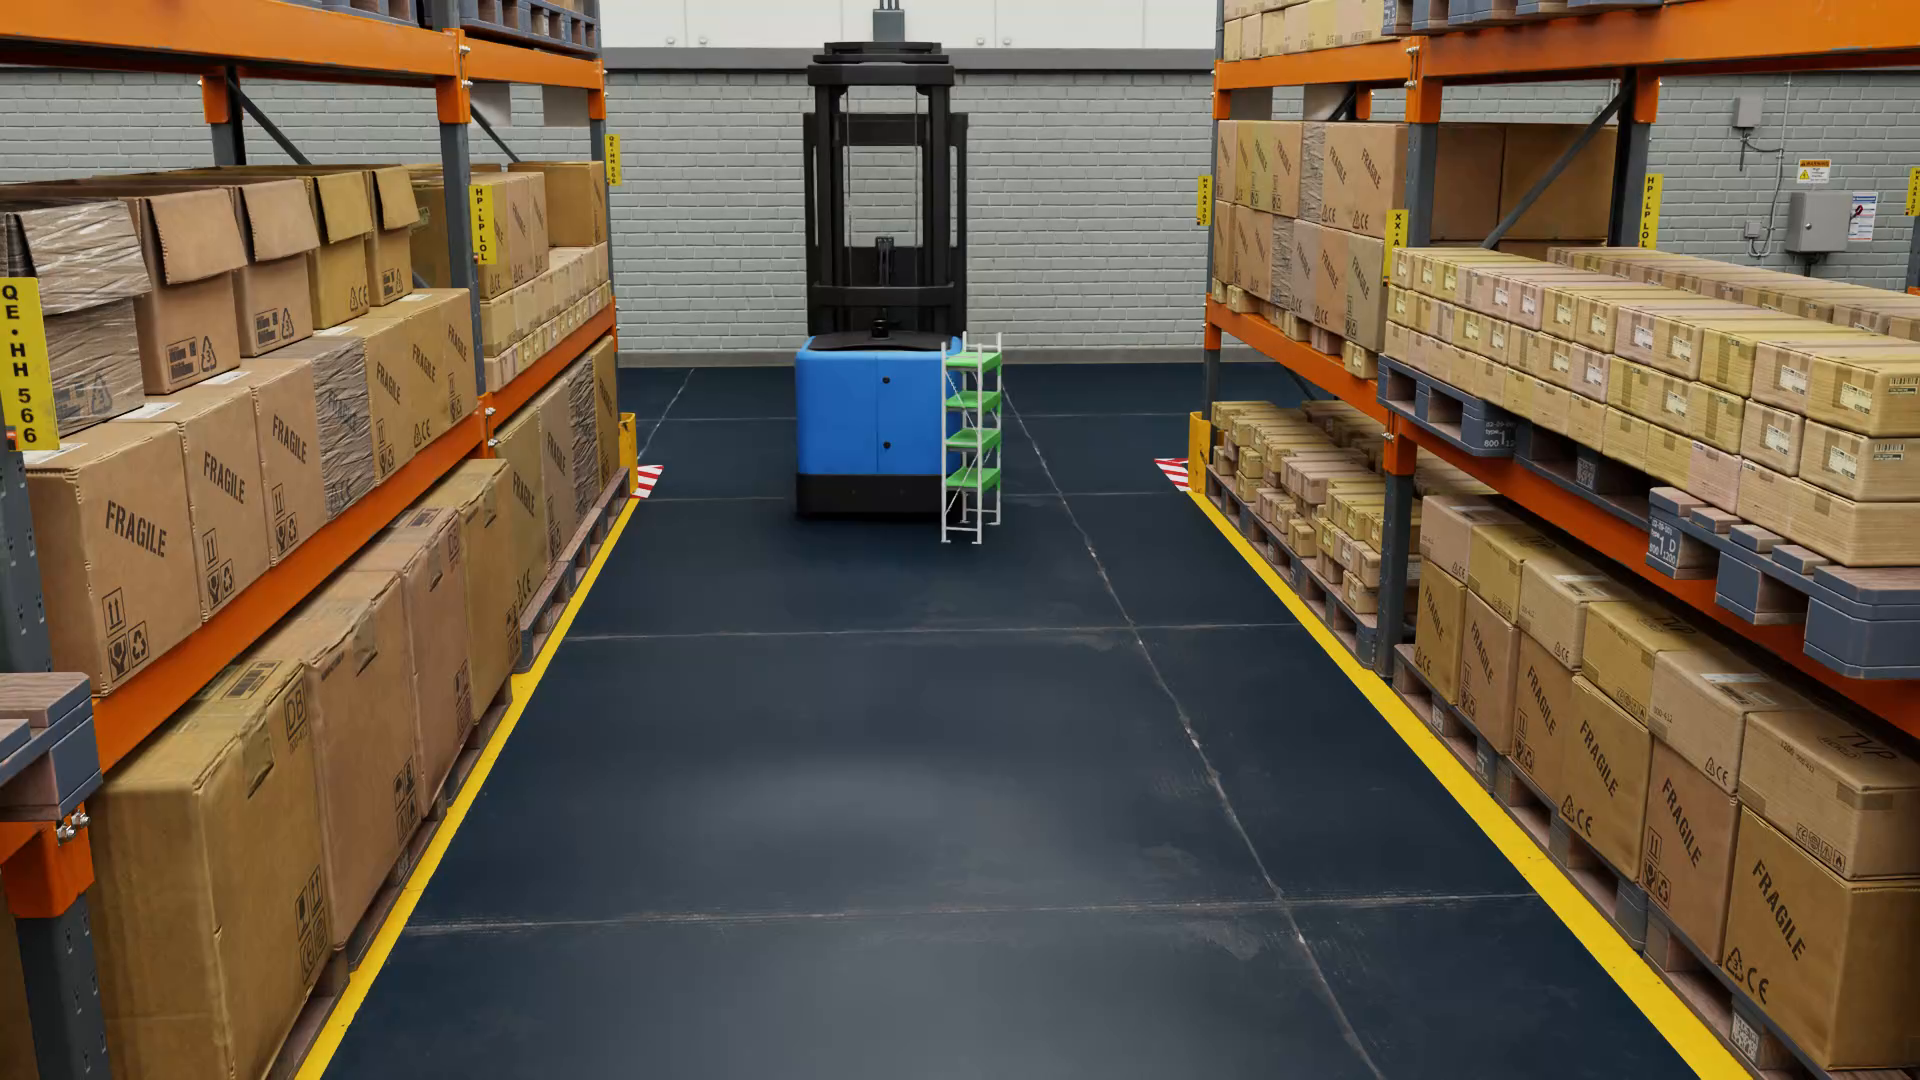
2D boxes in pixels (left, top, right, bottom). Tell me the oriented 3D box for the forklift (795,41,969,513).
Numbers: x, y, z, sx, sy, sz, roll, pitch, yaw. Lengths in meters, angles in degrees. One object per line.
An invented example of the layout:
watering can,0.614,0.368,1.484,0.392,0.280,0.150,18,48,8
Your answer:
forklift,-0.495,-1.900,11.530,1.130,2.935,3.031,0,14,1

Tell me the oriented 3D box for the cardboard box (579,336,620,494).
cardboard box,-2.675,-0.800,10.537,0.875,0.875,0.875,-1,14,-3

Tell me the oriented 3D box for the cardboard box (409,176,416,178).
cardboard box,-2.869,-1.458,7.873,0.500,0.500,0.500,-1,14,-3

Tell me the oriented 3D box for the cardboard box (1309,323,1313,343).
cardboard box,2.076,-1.112,8.831,0.380,0.149,0.250,-1,14,-4

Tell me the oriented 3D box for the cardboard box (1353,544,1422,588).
cardboard box,2.073,0.120,7.824,0.380,0.149,0.250,-1,14,-2

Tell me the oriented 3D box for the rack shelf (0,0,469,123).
rack shelf,-2.423,-1.396,4.855,1.077,0.370,4.000,-1,14,-3

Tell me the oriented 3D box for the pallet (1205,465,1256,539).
pallet,2.182,-0.263,10.625,1.003,0.211,1.213,-1,14,-3

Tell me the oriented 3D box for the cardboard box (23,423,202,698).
cardboard box,-2.058,0.032,3.680,0.500,0.500,0.500,0,14,-2

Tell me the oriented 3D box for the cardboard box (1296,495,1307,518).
cardboard box,2.060,-0.208,9.096,0.380,0.149,0.250,-2,15,-6

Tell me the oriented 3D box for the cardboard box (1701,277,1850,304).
cardboard box,2.709,-0.789,5.541,0.380,0.149,0.250,-2,15,-6

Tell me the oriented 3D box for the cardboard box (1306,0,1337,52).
cardboard box,2.058,-2.589,8.350,0.500,0.250,0.500,-1,14,-4

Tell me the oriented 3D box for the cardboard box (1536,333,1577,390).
cardboard box,2.074,-0.572,5.294,0.380,0.149,0.250,-1,14,-5

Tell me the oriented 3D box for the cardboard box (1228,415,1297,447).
cardboard box,1.880,-0.679,10.330,0.380,0.149,0.250,-1,14,-4

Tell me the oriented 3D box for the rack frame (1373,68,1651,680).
rack frame,2.410,-0.840,7.272,1.000,3.000,0.127,-1,14,-3

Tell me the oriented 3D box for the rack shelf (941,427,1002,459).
rack shelf,0.073,-0.564,10.065,0.258,0.148,0.480,4,15,14

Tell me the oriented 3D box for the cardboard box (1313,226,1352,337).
cardboard box,2.067,-1.278,8.175,0.500,0.500,0.500,-1,14,-5

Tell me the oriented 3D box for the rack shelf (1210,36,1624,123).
rack shelf,2.286,-2.442,8.921,1.077,0.370,4.000,-1,14,-3

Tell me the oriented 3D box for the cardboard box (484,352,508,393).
cardboard box,-2.233,-0.746,7.410,0.380,0.149,0.250,-1,14,-3

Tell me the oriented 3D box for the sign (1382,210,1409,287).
sign,1.869,-1.249,7.124,0.100,0.325,0.005,-1,14,-3

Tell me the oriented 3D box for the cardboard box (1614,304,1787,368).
cardboard box,2.111,-0.584,4.744,0.380,0.149,0.250,-1,14,-3

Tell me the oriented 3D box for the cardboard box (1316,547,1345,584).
cardboard box,2.032,0.114,8.442,0.380,0.149,0.250,-1,14,-5

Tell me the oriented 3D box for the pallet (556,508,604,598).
pallet,-2.595,0.067,9.342,1.003,0.211,1.213,-1,14,-3

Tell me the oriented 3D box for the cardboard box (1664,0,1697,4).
cardboard box,2.298,-1.733,4.522,0.500,0.500,0.500,-1,14,-3

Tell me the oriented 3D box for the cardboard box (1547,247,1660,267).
cardboard box,2.629,-1.113,6.801,0.380,0.149,0.250,0,14,-1

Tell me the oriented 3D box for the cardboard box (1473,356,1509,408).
cardboard box,2.040,-0.560,5.845,0.380,0.149,0.250,-2,15,-6

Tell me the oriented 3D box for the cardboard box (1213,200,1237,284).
cardboard box,1.914,-1.912,10.639,0.500,0.500,0.500,0,14,-1

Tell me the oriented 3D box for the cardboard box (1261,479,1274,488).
cardboard box,2.012,-0.270,9.934,0.380,0.149,0.250,-1,14,-3

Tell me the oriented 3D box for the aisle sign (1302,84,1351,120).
aisle sign,2.457,-3.117,10.903,0.394,0.787,0.004,-1,14,-3

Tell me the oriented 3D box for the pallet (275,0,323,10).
pallet,-2.464,-1.593,4.556,1.003,0.211,1.213,0,14,-1

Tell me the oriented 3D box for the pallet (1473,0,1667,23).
pallet,2.409,-1.789,5.316,1.213,0.211,1.003,-1,14,-3

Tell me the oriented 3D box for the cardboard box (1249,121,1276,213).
cardboard box,1.972,-2.141,9.523,0.500,0.500,0.500,-1,14,-5

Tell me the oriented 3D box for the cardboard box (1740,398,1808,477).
cardboard box,2.154,-0.253,4.056,0.380,0.149,0.250,0,14,-1

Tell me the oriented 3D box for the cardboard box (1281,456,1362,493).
cardboard box,1.974,-0.359,9.086,0.380,0.149,0.250,-1,14,-5

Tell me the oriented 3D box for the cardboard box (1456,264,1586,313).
cardboard box,2.025,-0.910,6.010,0.380,0.149,0.250,-1,14,-4

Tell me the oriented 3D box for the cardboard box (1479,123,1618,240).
cardboard box,2.625,-1.633,7.549,0.500,0.500,0.500,-1,14,-2

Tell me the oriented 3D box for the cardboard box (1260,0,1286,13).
cardboard box,1.982,-3.088,9.288,0.500,0.250,0.500,-1,14,-3

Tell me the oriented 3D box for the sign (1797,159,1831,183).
sign,8.761,-3.785,17.061,0.339,0.242,0.001,-1,14,-3

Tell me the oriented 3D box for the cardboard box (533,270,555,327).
cardboard box,-2.378,-1.234,8.505,0.500,0.250,0.500,-1,14,-2

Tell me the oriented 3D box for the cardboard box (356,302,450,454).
cardboard box,-2.222,-0.602,6.146,0.500,0.500,0.500,0,14,-2

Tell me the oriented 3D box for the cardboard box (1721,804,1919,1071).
cardboard box,2.356,1.002,4.285,0.500,0.500,0.500,-1,14,-4

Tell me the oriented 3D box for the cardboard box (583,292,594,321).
cardboard box,-2.397,-1.389,9.909,0.380,0.149,0.250,-1,14,-2

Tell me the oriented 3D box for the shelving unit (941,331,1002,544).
shelving unit,0.073,-0.625,10.049,0.258,1.200,0.503,4,15,14

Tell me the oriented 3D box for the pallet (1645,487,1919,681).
pallet,2.507,0.072,4.112,1.213,0.211,1.003,-1,14,-3

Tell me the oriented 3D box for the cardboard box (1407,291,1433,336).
cardboard box,1.993,-0.897,6.555,0.380,0.149,0.250,-1,14,-5

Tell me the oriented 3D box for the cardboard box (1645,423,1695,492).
cardboard box,2.126,-0.231,4.564,0.380,0.149,0.250,-1,14,-4

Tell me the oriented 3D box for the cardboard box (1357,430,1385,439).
cardboard box,2.574,-0.561,9.872,0.380,0.149,0.250,0,14,-1

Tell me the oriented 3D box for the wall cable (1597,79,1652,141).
wall cable,6.723,-3.846,16.852,0.585,1.953,0.123,-1,14,-3

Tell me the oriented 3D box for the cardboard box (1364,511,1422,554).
cardboard box,2.128,-0.036,7.829,0.380,0.149,0.250,0,14,-2

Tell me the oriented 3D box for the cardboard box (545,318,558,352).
cardboard box,-2.314,-1.068,8.662,0.380,0.149,0.250,-1,14,-3

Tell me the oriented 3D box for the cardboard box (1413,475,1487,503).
cardboard box,2.533,-0.236,8.608,0.380,0.149,0.250,-1,14,-5

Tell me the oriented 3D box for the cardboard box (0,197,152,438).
cardboard box,-2.328,-0.510,3.776,0.797,0.503,0.637,0,14,-2

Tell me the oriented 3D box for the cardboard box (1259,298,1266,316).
cardboard box,2.028,-1.435,10.088,0.380,0.149,0.250,0,14,-1

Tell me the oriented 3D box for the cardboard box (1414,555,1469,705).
cardboard box,2.191,0.355,6.801,0.500,0.500,0.500,0,14,-1

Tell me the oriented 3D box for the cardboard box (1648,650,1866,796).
cardboard box,2.311,0.507,4.704,0.500,0.250,0.500,-1,14,-3
